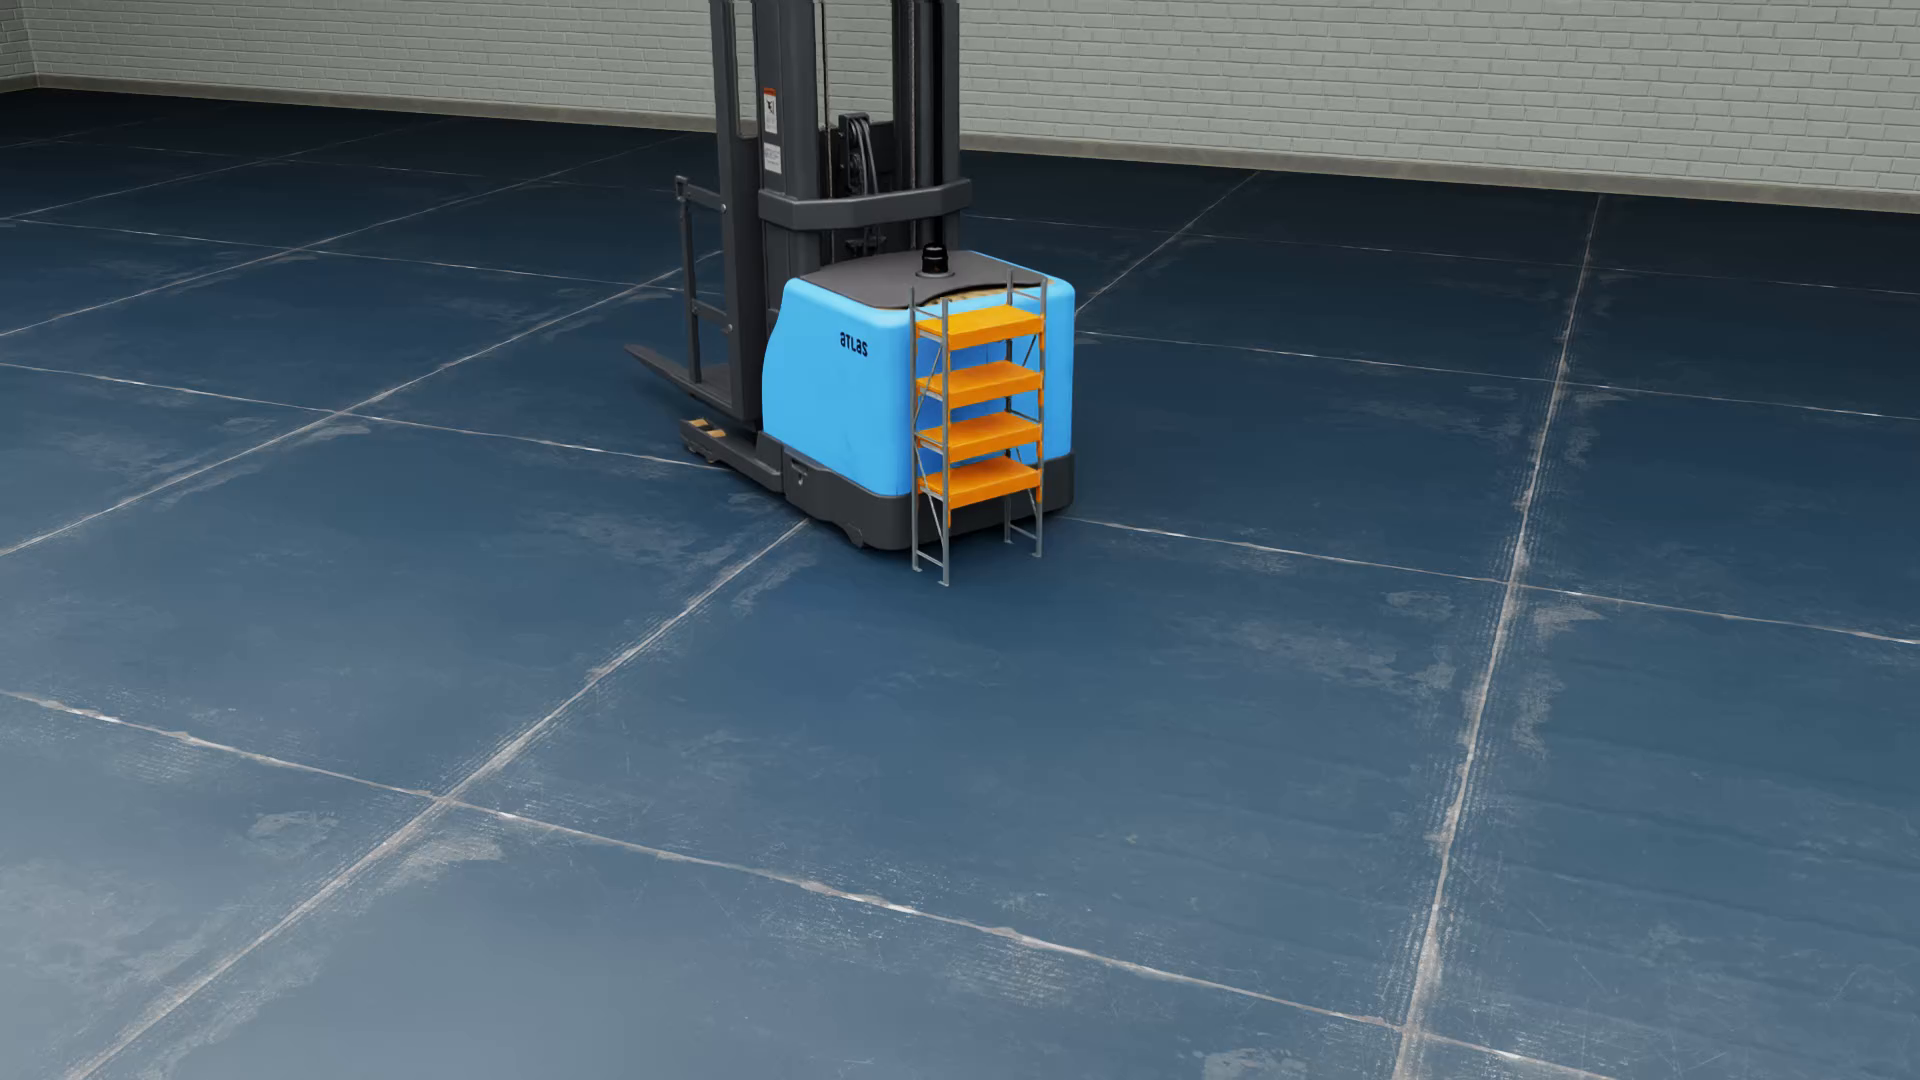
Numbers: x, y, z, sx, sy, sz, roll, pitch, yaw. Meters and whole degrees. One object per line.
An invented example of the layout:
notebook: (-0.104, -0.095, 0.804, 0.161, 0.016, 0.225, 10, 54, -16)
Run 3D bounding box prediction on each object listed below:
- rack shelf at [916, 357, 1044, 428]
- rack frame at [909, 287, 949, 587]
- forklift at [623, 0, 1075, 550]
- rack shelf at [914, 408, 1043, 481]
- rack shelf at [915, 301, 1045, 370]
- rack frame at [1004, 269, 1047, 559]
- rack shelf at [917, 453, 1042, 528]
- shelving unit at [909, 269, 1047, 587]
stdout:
rack shelf: (0.074, -0.601, 6.725, 0.480, 0.148, 0.258, -16, 27, -33)
rack frame: (-0.122, -0.400, 6.651, 0.015, 1.200, 0.240, -16, 27, -33)
forklift: (-0.740, -1.821, 7.807, 1.130, 2.935, 3.031, -15, 27, -32)
rack shelf: (0.074, -0.394, 6.811, 0.480, 0.148, 0.258, -16, 27, -33)
rack shelf: (0.074, -0.819, 6.634, 0.480, 0.148, 0.258, -16, 27, -33)
rack frame: (0.270, -0.512, 6.920, 0.015, 1.200, 0.240, -16, 27, -33)
rack shelf: (0.074, -0.211, 6.888, 0.480, 0.148, 0.258, -16, 27, -33)
shelving unit: (0.074, -0.456, 6.785, 0.503, 1.200, 0.258, -16, 27, -33)
